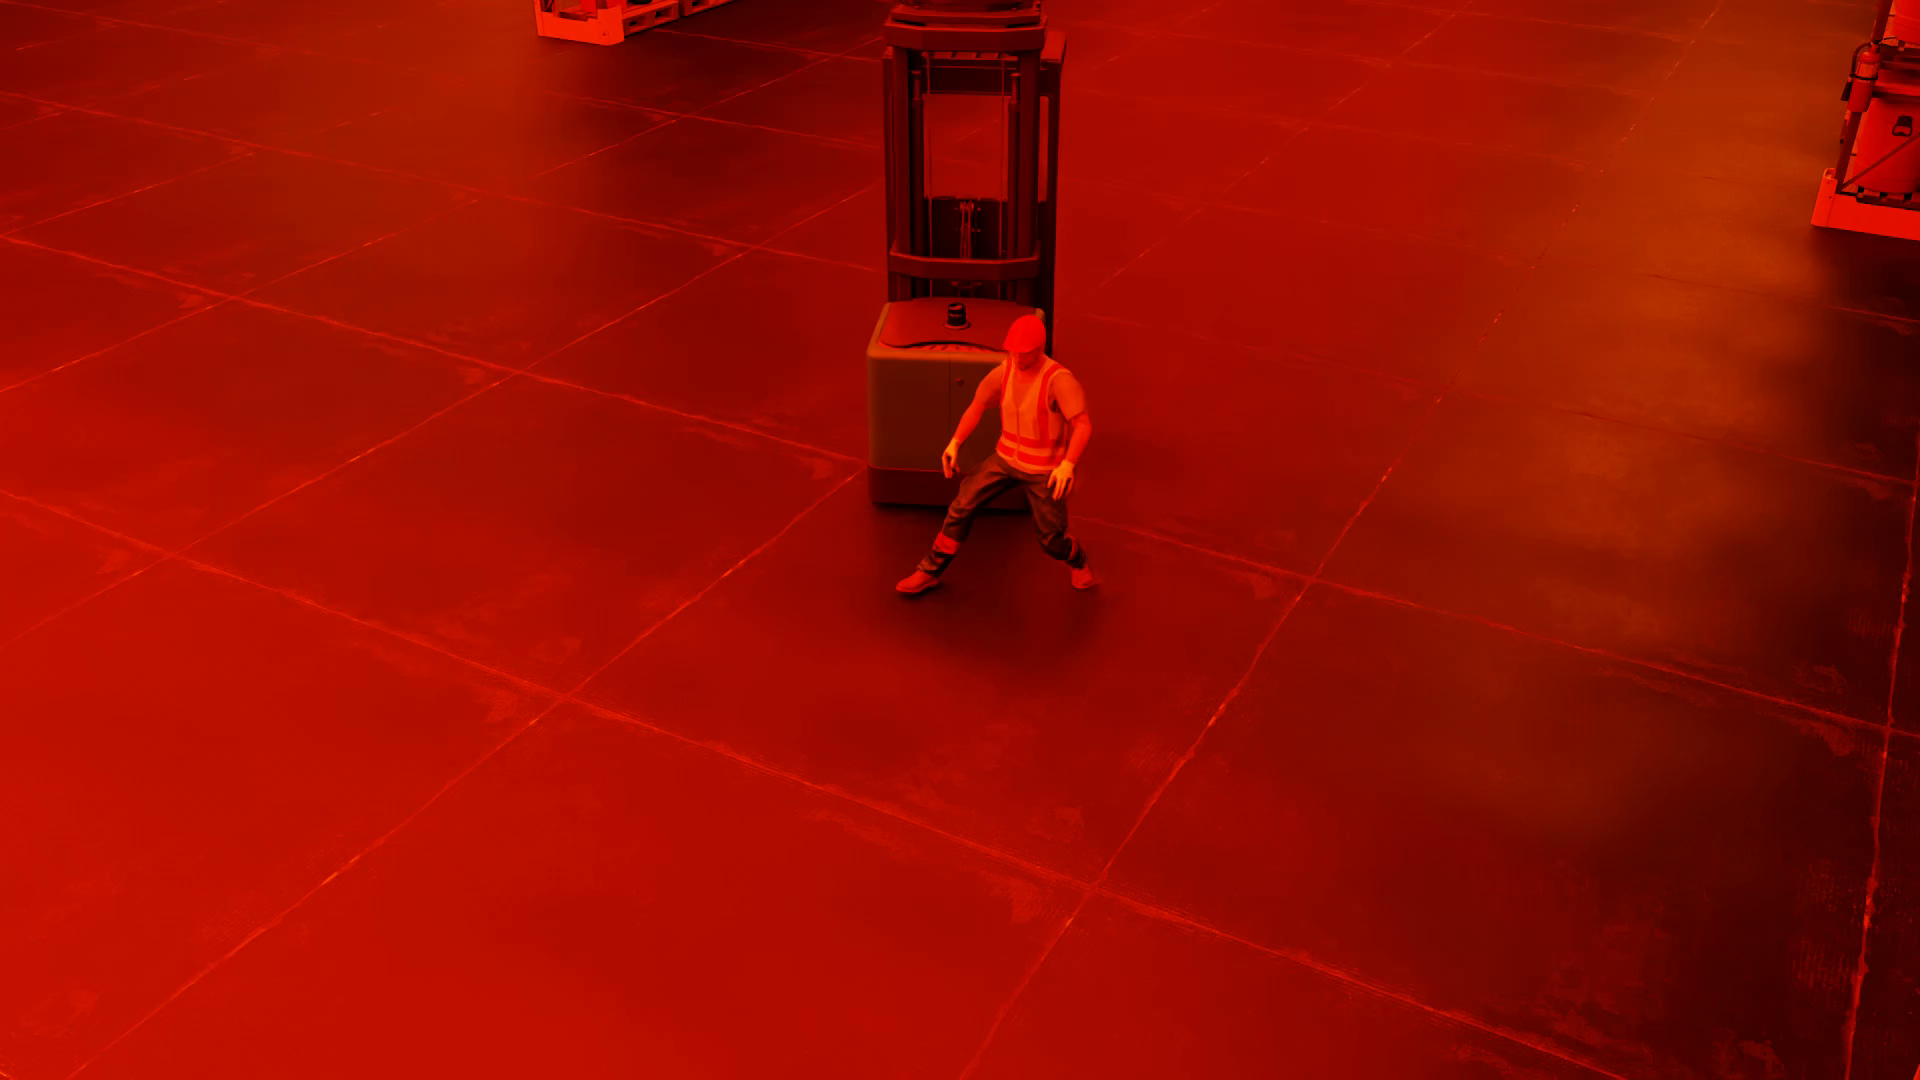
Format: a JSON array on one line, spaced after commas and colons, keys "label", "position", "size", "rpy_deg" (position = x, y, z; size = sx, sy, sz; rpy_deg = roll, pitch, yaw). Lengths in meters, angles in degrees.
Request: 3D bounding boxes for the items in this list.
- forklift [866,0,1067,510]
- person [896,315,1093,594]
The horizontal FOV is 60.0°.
[{"label": "forklift", "position": [0.098, -2.167, 10.826], "size": [1.130, 2.935, 3.031], "rpy_deg": [3, 30, 5]}, {"label": "person", "position": [0.256, -0.414, 9.105], "size": [0.932, 1.628, 0.918], "rpy_deg": [21, 36, 32]}]
